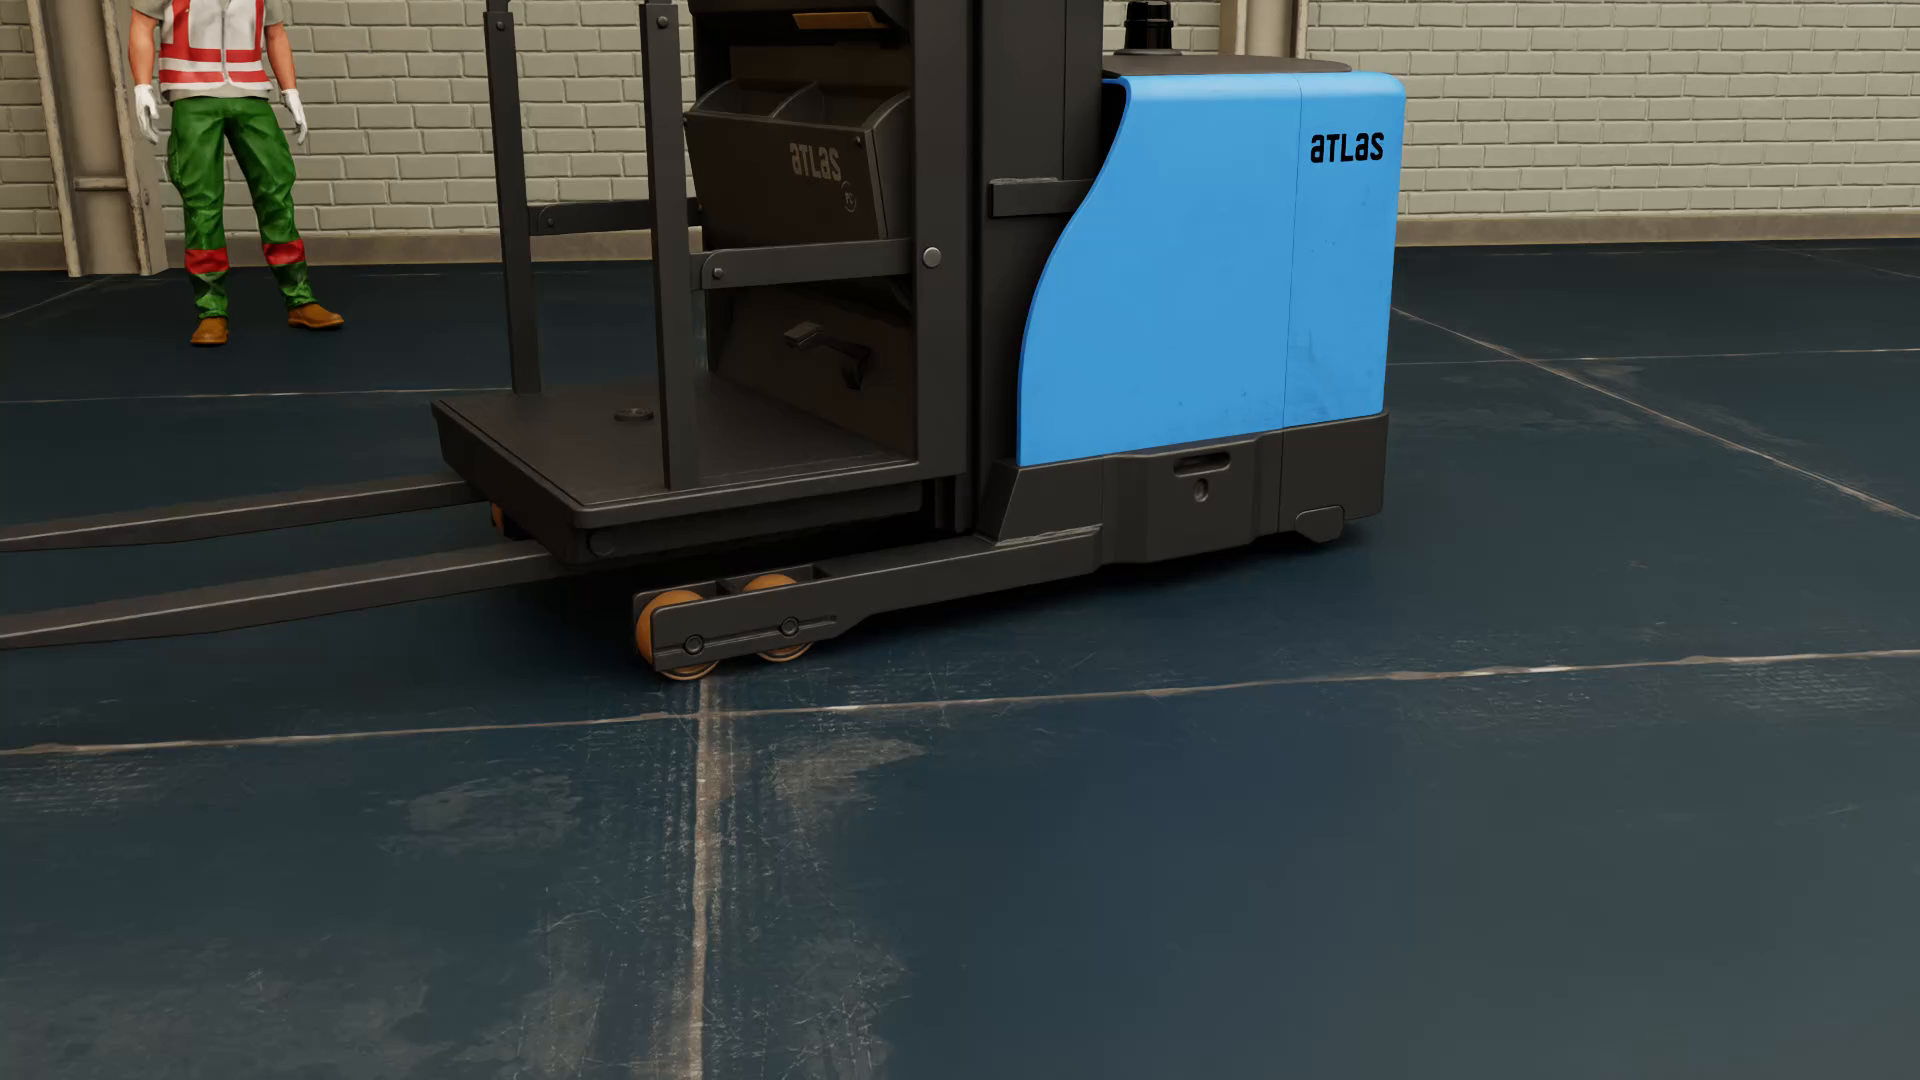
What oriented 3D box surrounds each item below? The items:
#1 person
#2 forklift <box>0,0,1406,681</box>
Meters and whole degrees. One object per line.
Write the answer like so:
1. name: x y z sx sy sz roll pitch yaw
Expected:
1. person: -2.862 -1.688 6.484 0.662 1.782 0.466 -14 22 -40
2. forklift: -0.526 -1.315 3.251 3.031 2.935 1.130 -10 19 -29
